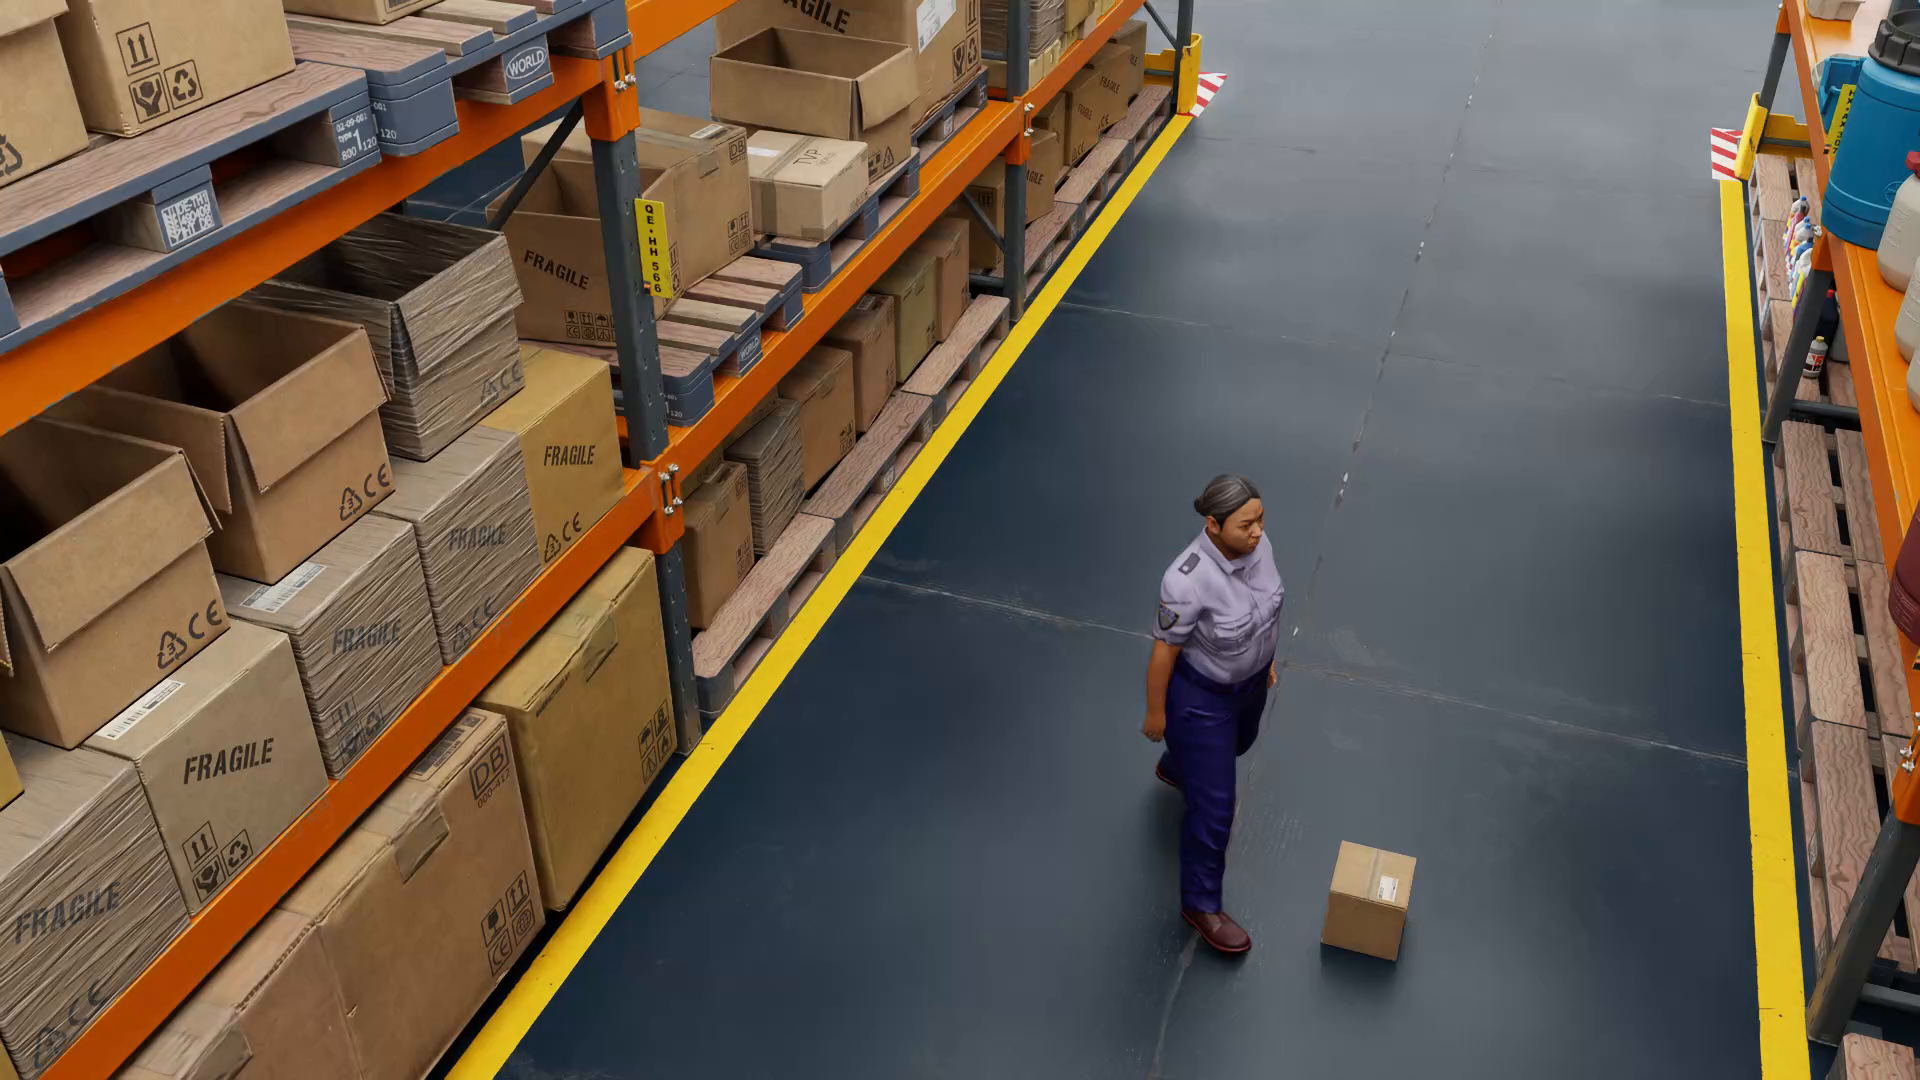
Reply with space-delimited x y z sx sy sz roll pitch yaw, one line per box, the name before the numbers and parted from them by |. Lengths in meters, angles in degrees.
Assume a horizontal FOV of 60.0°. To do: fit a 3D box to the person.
person | 0.863 0.473 5.453 0.756 1.603 0.630 28 43 36
